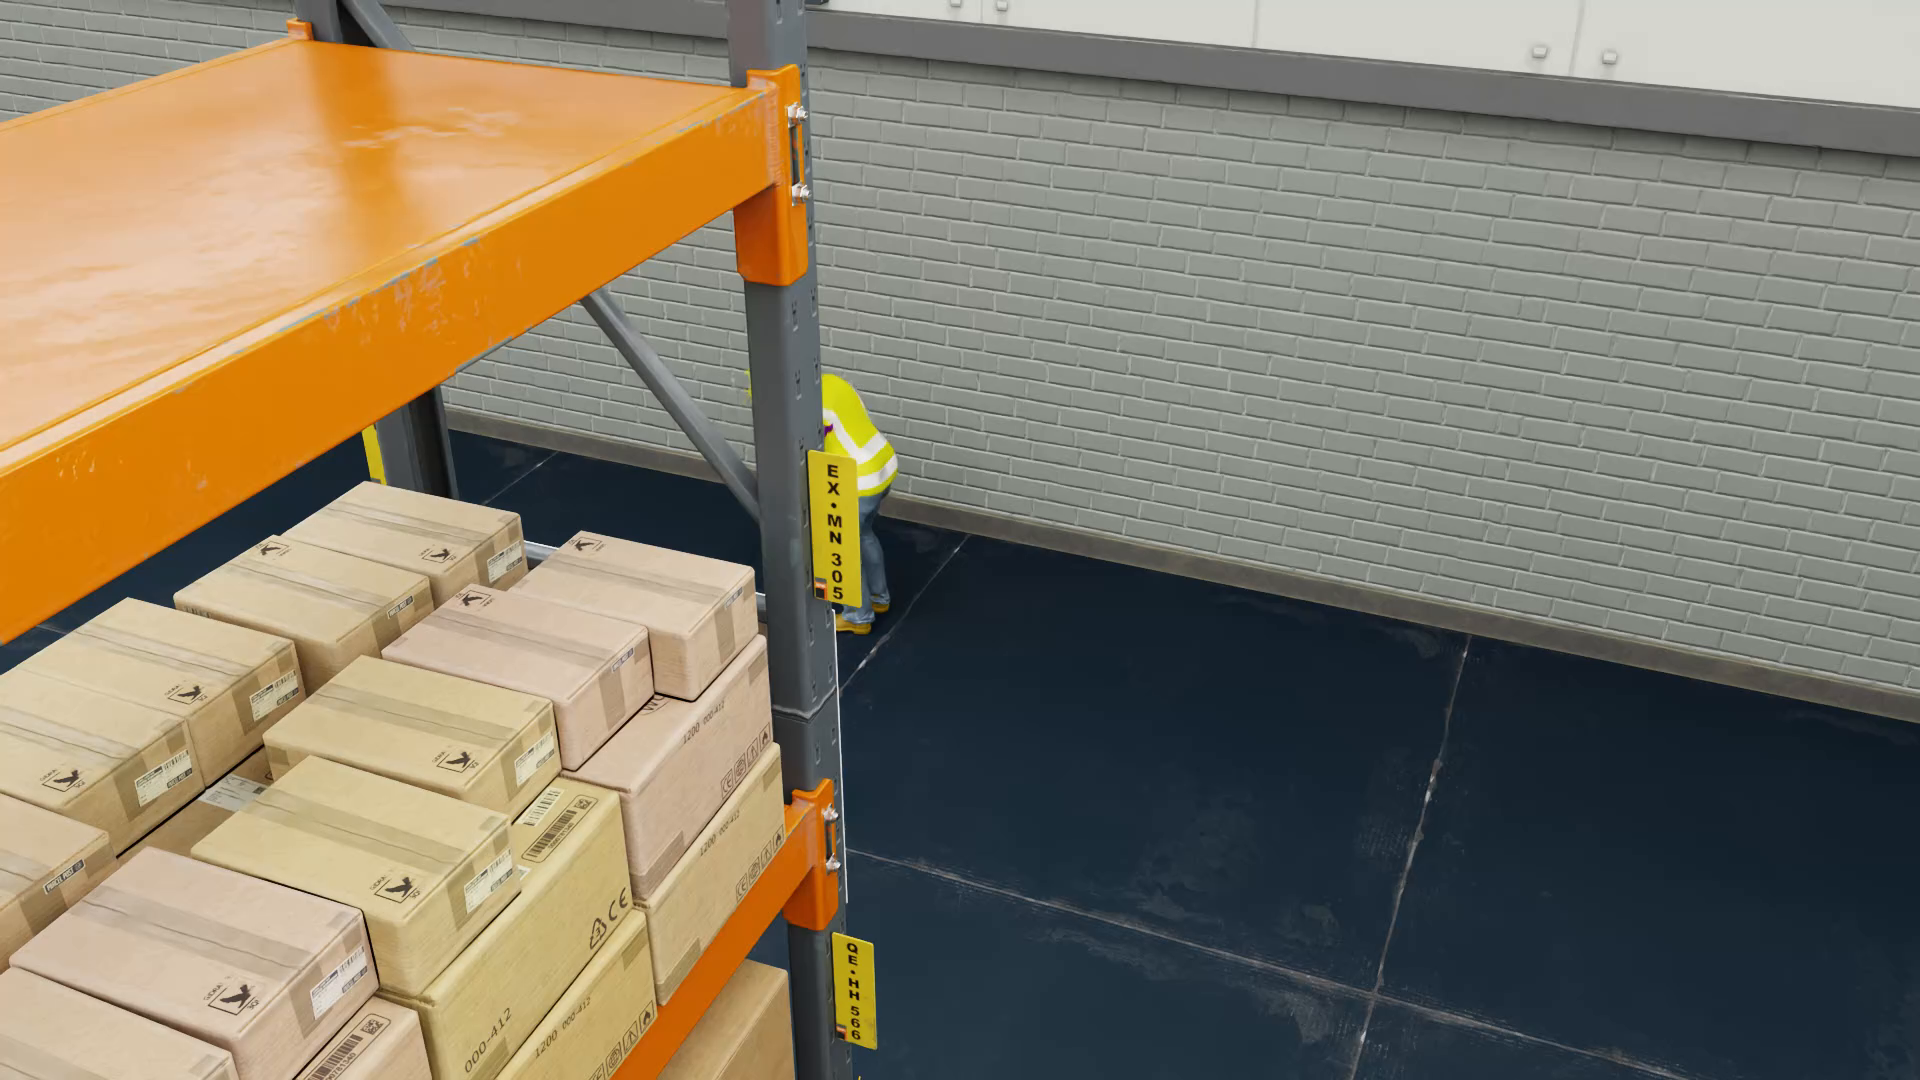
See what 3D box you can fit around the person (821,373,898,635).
[{"bbox_3d":[-0.698,-0.303,9.019,0.693,1.657,0.483,11,31,18],"label":"person"}]
